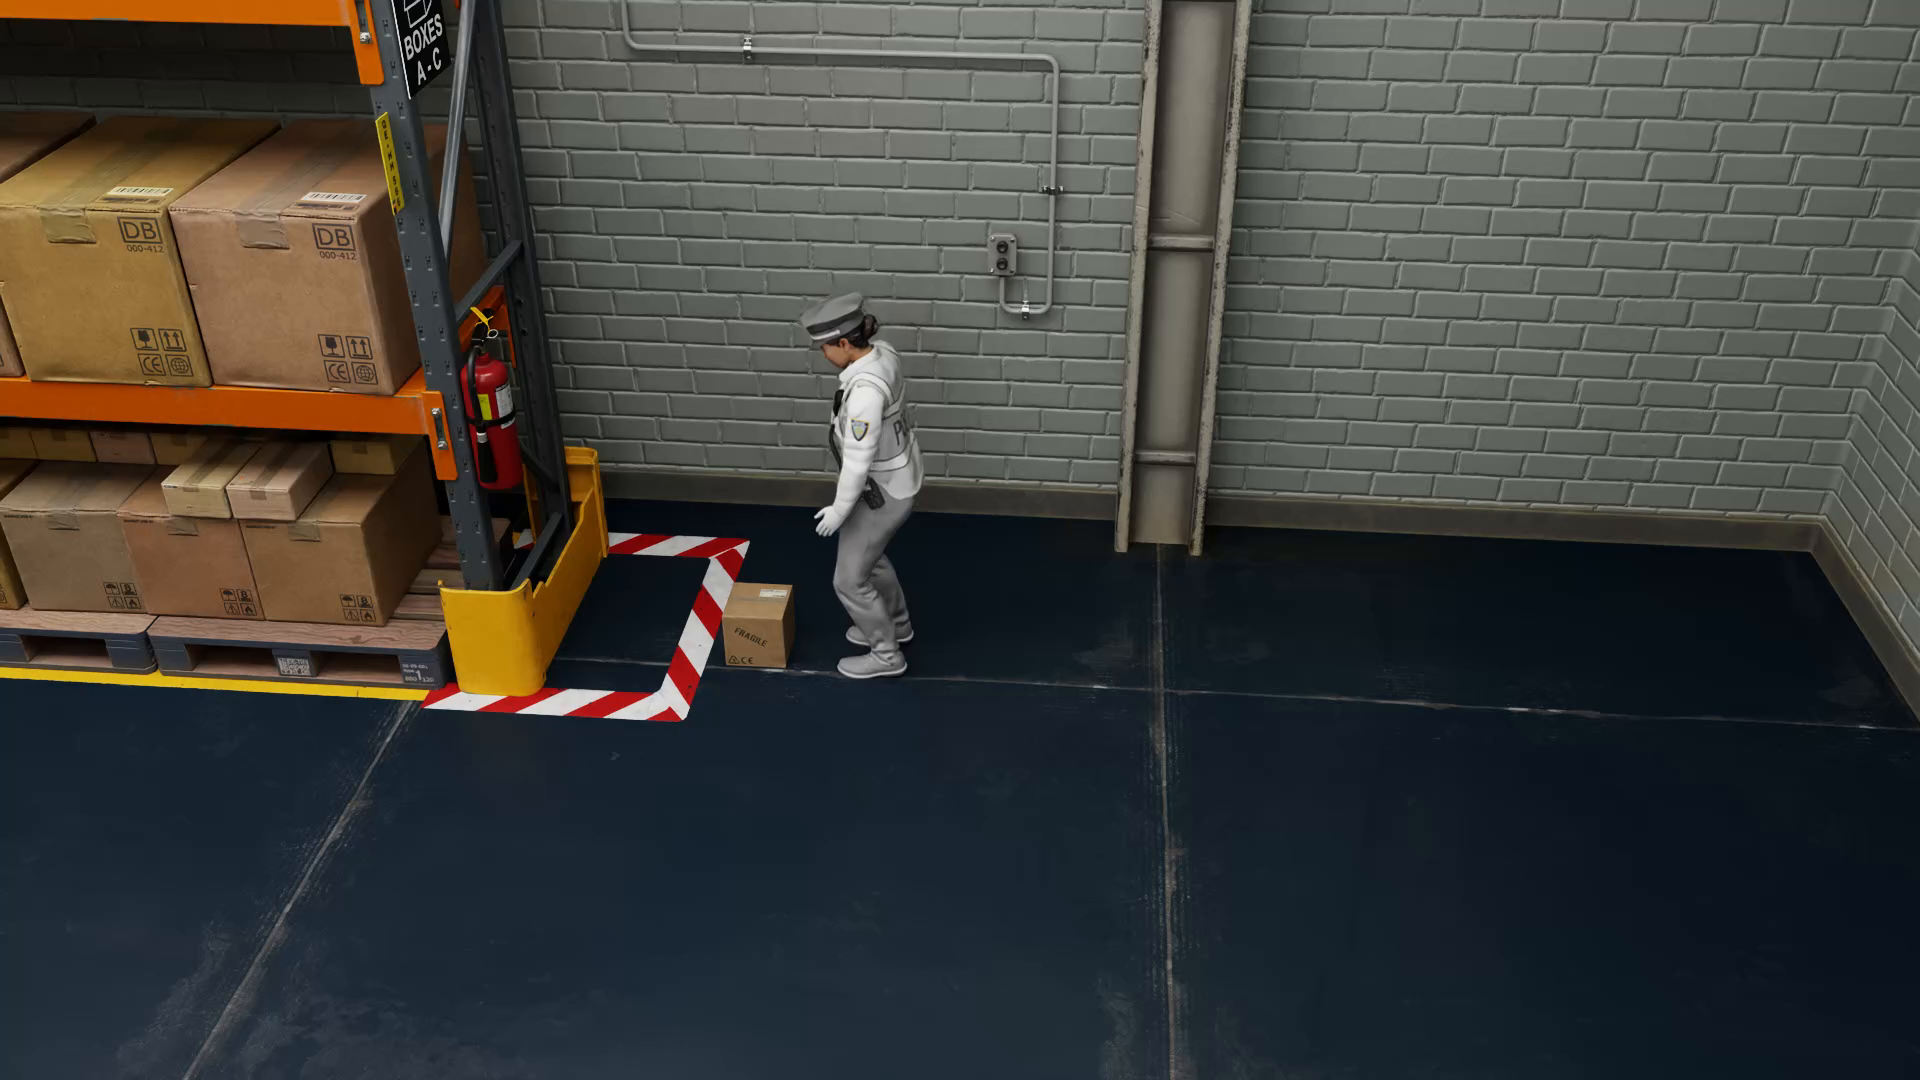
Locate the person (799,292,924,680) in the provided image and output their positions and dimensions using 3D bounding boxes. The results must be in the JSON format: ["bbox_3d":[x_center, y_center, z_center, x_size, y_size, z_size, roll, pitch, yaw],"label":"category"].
[{"bbox_3d":[-0.369,-0.189,6.485,0.446,1.626,0.500,3,32,5],"label":"person"}]
